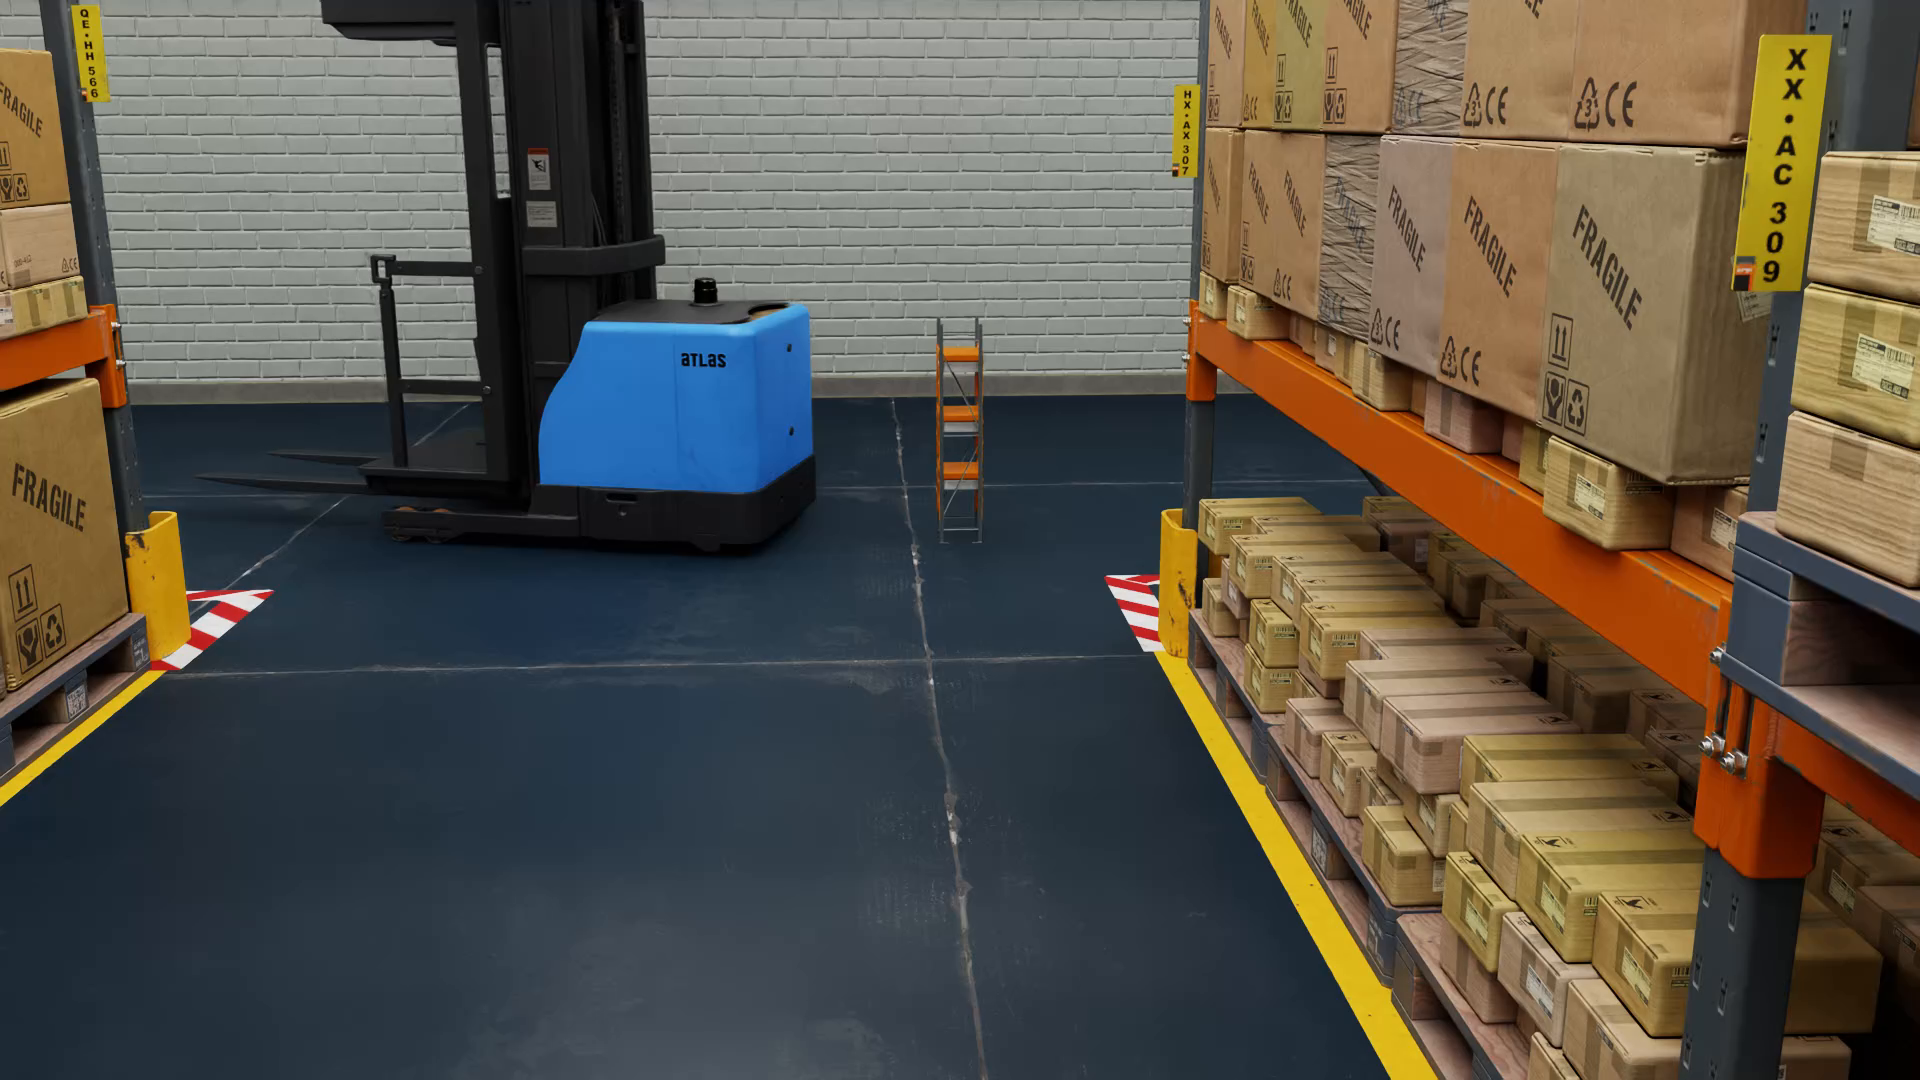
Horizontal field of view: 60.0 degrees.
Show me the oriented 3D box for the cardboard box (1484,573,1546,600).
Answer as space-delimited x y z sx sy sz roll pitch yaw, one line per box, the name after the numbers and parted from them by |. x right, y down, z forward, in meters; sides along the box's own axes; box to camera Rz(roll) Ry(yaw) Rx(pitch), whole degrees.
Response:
1.778 0.200 4.913 0.380 0.149 0.250 0 14 -1 | cardboard box

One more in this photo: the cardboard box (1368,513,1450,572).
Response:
1.610 0.006 5.667 0.380 0.149 0.250 -1 14 -2 | cardboard box

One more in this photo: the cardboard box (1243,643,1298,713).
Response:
1.105 0.429 5.216 0.380 0.149 0.250 -1 14 -3 | cardboard box

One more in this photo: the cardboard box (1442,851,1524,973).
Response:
1.214 0.747 3.384 0.380 0.149 0.250 -1 14 -5 | cardboard box

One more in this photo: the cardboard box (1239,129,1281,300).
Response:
1.176 -1.018 5.165 0.500 0.500 0.500 -1 14 -3 | cardboard box

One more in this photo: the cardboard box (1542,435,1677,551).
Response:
1.238 -0.087 2.850 0.380 0.149 0.250 -1 14 -5 | cardboard box

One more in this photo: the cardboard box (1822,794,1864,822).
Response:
1.776 0.590 3.400 0.380 0.149 0.250 -1 14 -4 | cardboard box

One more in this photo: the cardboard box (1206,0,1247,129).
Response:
1.129 -1.635 5.557 0.500 0.500 0.500 -1 14 -4 | cardboard box

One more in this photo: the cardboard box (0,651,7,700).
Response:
-3.415 0.187 4.700 0.875 0.875 0.875 -1 14 -3 | cardboard box

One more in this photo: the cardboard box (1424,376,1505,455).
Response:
1.243 -0.286 3.623 0.380 0.149 0.250 -2 15 -6 | cardboard box

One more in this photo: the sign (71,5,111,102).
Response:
-3.048 -1.703 5.826 0.100 0.325 0.005 -1 14 -3 | sign

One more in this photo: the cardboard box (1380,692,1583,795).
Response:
1.207 0.469 3.868 0.380 0.149 0.250 -2 15 -6 | cardboard box

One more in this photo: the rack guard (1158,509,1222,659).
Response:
1.371 0.156 6.419 1.175 0.500 0.348 -1 14 -3 | rack guard

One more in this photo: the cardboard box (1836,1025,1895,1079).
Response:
1.895 0.936 3.246 0.380 0.149 0.250 0 14 -2 | cardboard box

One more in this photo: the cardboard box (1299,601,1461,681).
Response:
1.161 0.278 4.612 0.380 0.149 0.250 -1 14 -3 | cardboard box

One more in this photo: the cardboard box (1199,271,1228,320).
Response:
1.059 -0.867 5.879 0.380 0.149 0.250 -1 14 -4 | cardboard box

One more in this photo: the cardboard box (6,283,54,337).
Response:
-3.222 -0.753 5.436 0.380 0.149 0.250 -1 14 -3 | cardboard box

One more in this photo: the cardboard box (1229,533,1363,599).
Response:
1.084 0.082 5.372 0.380 0.149 0.250 -1 14 -4 | cardboard box

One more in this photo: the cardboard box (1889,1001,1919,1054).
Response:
1.911 0.859 2.950 0.380 0.149 0.250 0 14 -1 | cardboard box

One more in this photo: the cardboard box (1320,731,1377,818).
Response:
1.188 0.623 4.463 0.380 0.149 0.250 -1 14 -3 | cardboard box

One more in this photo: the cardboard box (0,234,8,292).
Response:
-3.265 -0.851 5.019 0.500 0.250 0.500 -1 14 -4 | cardboard box

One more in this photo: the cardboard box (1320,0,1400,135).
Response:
1.211 -1.253 4.073 0.500 0.500 0.500 -1 14 -5 | cardboard box

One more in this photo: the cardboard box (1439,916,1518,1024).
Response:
1.236 0.875 3.483 0.380 0.149 0.250 -1 14 -5 | cardboard box

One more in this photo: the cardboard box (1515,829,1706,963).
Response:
1.276 0.663 3.116 0.380 0.149 0.250 -1 14 -3 | cardboard box

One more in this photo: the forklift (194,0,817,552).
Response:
-2.308 -1.527 8.081 3.031 2.935 1.130 3 15 11 | forklift

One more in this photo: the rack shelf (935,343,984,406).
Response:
-0.003 -0.786 7.879 0.215 0.259 0.240 -1 14 -3 | rack shelf

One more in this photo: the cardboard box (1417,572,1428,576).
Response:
1.646 0.152 5.698 0.380 0.149 0.250 -1 14 -5 | cardboard box

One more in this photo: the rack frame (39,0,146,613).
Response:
-3.591 -1.023 5.981 1.000 3.000 0.127 -1 14 -3 | rack frame

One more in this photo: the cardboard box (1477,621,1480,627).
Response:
1.762 0.344 4.951 0.380 0.149 0.250 -1 14 -3 | cardboard box

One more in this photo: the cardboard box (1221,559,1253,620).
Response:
1.103 0.163 5.657 0.380 0.149 0.250 -1 14 -4 | cardboard box

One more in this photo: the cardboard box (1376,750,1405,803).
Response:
1.264 0.553 4.138 0.380 0.149 0.250 -2 15 -6 | cardboard box

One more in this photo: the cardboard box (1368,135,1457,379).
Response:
1.241 -0.640 3.698 0.500 0.500 0.500 -1 14 -4 | cardboard box

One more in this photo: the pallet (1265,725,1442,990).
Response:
1.458 0.801 4.491 1.003 0.211 1.213 -1 14 -3 | pallet

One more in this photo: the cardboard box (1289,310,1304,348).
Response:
1.232 -0.674 5.130 0.380 0.149 0.250 0 14 -1 | cardboard box

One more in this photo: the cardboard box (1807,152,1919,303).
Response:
1.179 -0.344 1.811 0.380 0.149 0.250 0 14 -1 | cardboard box

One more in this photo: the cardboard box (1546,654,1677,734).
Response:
1.704 0.394 4.160 0.380 0.149 0.250 -1 15 -6 | cardboard box

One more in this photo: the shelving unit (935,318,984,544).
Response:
-0.003 -0.522 7.947 0.215 1.050 0.252 -1 14 -3 | shelving unit

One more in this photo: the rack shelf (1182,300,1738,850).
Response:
1.490 -0.228 4.337 1.077 0.370 4.000 -1 14 -3 | rack shelf

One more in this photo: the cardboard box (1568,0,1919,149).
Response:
1.315 -0.869 2.578 0.500 0.500 0.500 -1 14 -5 | cardboard box

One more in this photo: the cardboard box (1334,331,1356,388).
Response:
1.206 -0.479 4.374 0.380 0.149 0.250 0 14 -1 | cardboard box

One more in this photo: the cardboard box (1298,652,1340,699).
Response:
1.225 0.352 4.920 0.380 0.149 0.250 -2 15 -6 | cardboard box
